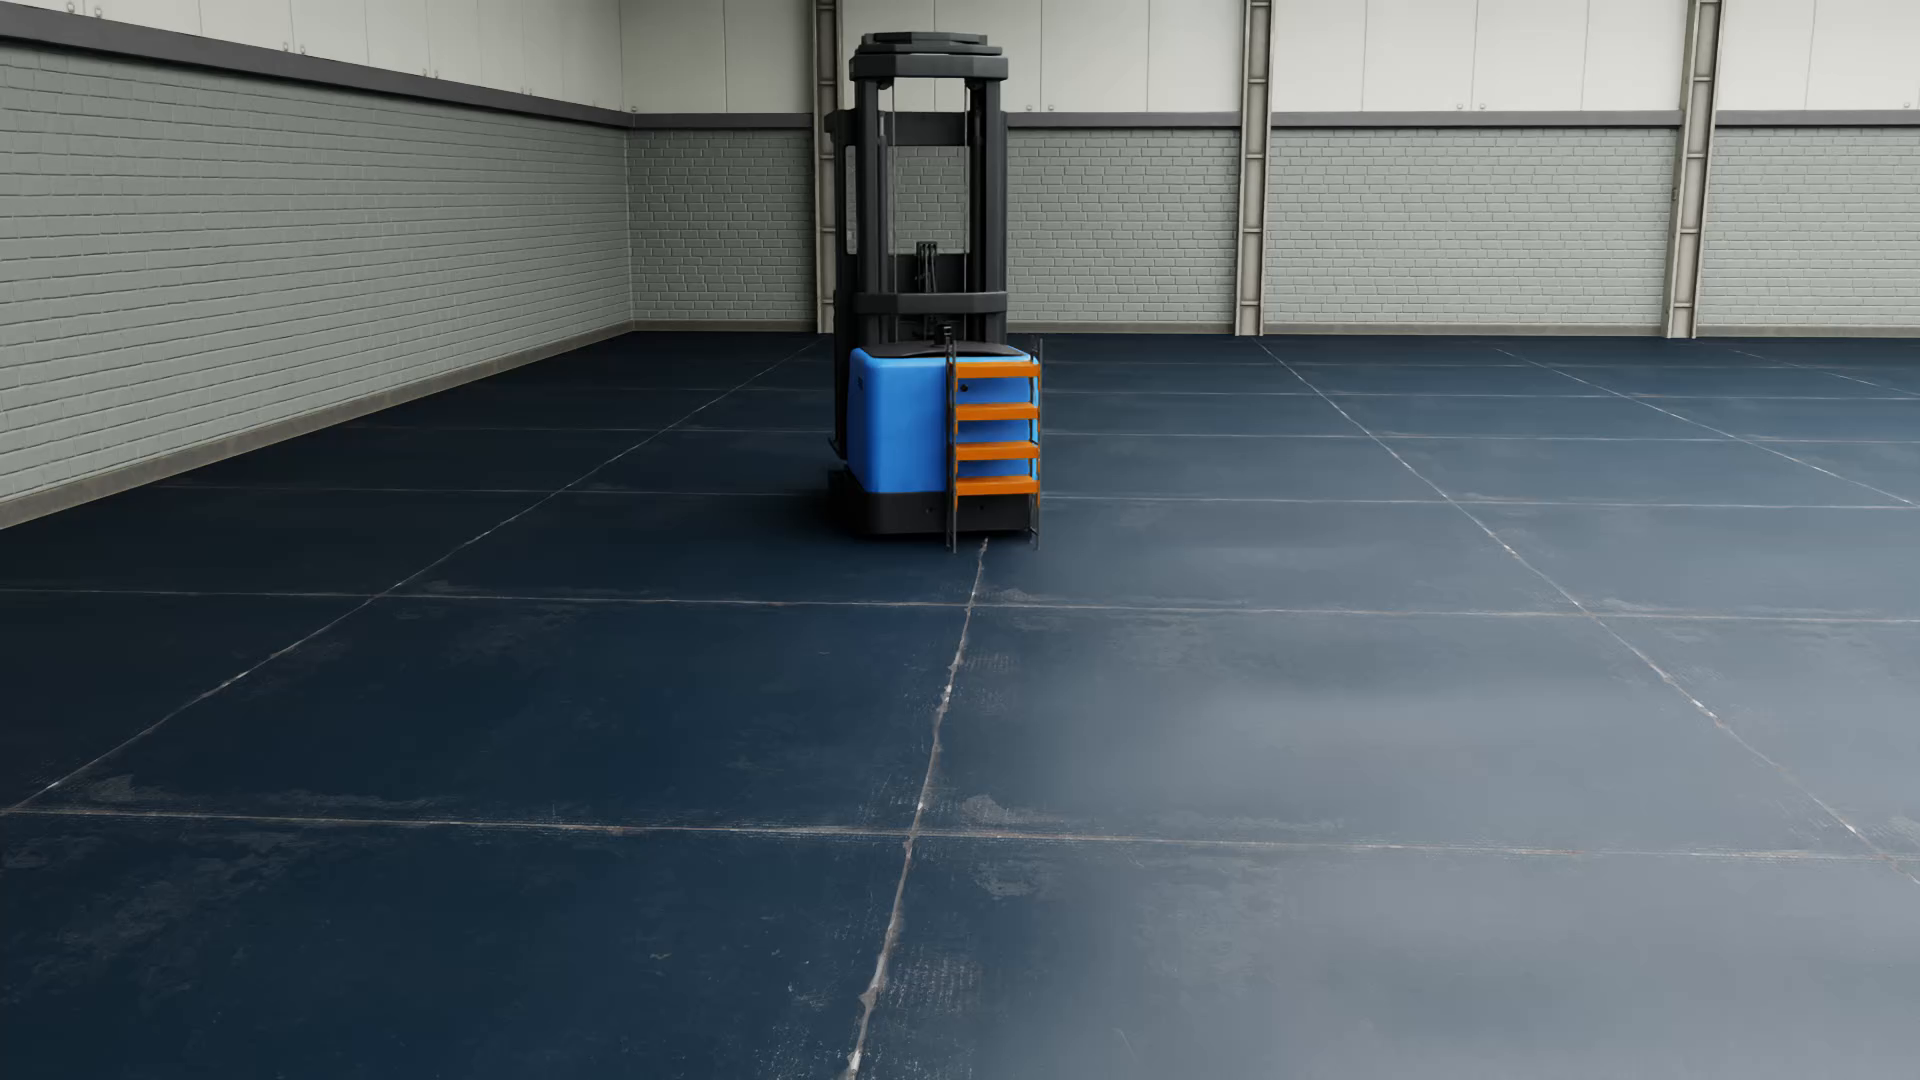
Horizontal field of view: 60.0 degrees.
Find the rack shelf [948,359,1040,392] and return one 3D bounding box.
[{"bbox_3d":[0.189,-0.926,9.345,0.480,0.148,0.258,-2,12,-10],"label":"rack shelf"}]

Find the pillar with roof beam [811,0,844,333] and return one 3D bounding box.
[{"bbox_3d":[-2.147,-6.549,19.097,0.400,9.000,9.100,1,12,4],"label":"pillar with roof beam"}]

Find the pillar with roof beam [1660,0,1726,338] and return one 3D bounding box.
[{"bbox_3d":[9.826,-6.385,18.312,0.400,9.000,9.100,1,12,4],"label":"pillar with roof beam"}]

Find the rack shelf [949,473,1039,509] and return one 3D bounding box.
[{"bbox_3d":[0.189,-0.281,9.480,0.480,0.148,0.258,-2,12,-10],"label":"rack shelf"}]

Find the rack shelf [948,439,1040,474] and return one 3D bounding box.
[{"bbox_3d":[0.189,-0.475,9.439,0.480,0.148,0.258,-2,12,-10],"label":"rack shelf"}]

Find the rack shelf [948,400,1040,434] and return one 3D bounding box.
[{"bbox_3d":[0.189,-0.694,9.393,0.480,0.148,0.258,-2,12,-10],"label":"rack shelf"}]

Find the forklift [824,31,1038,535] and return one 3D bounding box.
[{"bbox_3d":[-0.287,-1.716,10.815,1.130,2.935,3.031,-2,12,-10],"label":"forklift"}]

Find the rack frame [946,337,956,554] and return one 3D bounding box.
[{"bbox_3d":[-0.051,-0.532,9.382,0.015,1.200,0.240,-2,12,-10],"label":"rack frame"}]

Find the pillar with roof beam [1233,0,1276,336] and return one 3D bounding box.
[{"bbox_3d":[3.839,-6.467,18.704,0.400,9.000,9.100,1,12,4],"label":"pillar with roof beam"}]

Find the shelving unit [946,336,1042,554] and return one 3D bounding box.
[{"bbox_3d":[0.189,-0.541,9.425,0.503,1.200,0.258,-2,12,-10],"label":"shelving unit"}]

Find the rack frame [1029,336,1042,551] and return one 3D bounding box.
[{"bbox_3d":[0.429,-0.550,9.468,0.015,1.200,0.240,-2,12,-10],"label":"rack frame"}]
